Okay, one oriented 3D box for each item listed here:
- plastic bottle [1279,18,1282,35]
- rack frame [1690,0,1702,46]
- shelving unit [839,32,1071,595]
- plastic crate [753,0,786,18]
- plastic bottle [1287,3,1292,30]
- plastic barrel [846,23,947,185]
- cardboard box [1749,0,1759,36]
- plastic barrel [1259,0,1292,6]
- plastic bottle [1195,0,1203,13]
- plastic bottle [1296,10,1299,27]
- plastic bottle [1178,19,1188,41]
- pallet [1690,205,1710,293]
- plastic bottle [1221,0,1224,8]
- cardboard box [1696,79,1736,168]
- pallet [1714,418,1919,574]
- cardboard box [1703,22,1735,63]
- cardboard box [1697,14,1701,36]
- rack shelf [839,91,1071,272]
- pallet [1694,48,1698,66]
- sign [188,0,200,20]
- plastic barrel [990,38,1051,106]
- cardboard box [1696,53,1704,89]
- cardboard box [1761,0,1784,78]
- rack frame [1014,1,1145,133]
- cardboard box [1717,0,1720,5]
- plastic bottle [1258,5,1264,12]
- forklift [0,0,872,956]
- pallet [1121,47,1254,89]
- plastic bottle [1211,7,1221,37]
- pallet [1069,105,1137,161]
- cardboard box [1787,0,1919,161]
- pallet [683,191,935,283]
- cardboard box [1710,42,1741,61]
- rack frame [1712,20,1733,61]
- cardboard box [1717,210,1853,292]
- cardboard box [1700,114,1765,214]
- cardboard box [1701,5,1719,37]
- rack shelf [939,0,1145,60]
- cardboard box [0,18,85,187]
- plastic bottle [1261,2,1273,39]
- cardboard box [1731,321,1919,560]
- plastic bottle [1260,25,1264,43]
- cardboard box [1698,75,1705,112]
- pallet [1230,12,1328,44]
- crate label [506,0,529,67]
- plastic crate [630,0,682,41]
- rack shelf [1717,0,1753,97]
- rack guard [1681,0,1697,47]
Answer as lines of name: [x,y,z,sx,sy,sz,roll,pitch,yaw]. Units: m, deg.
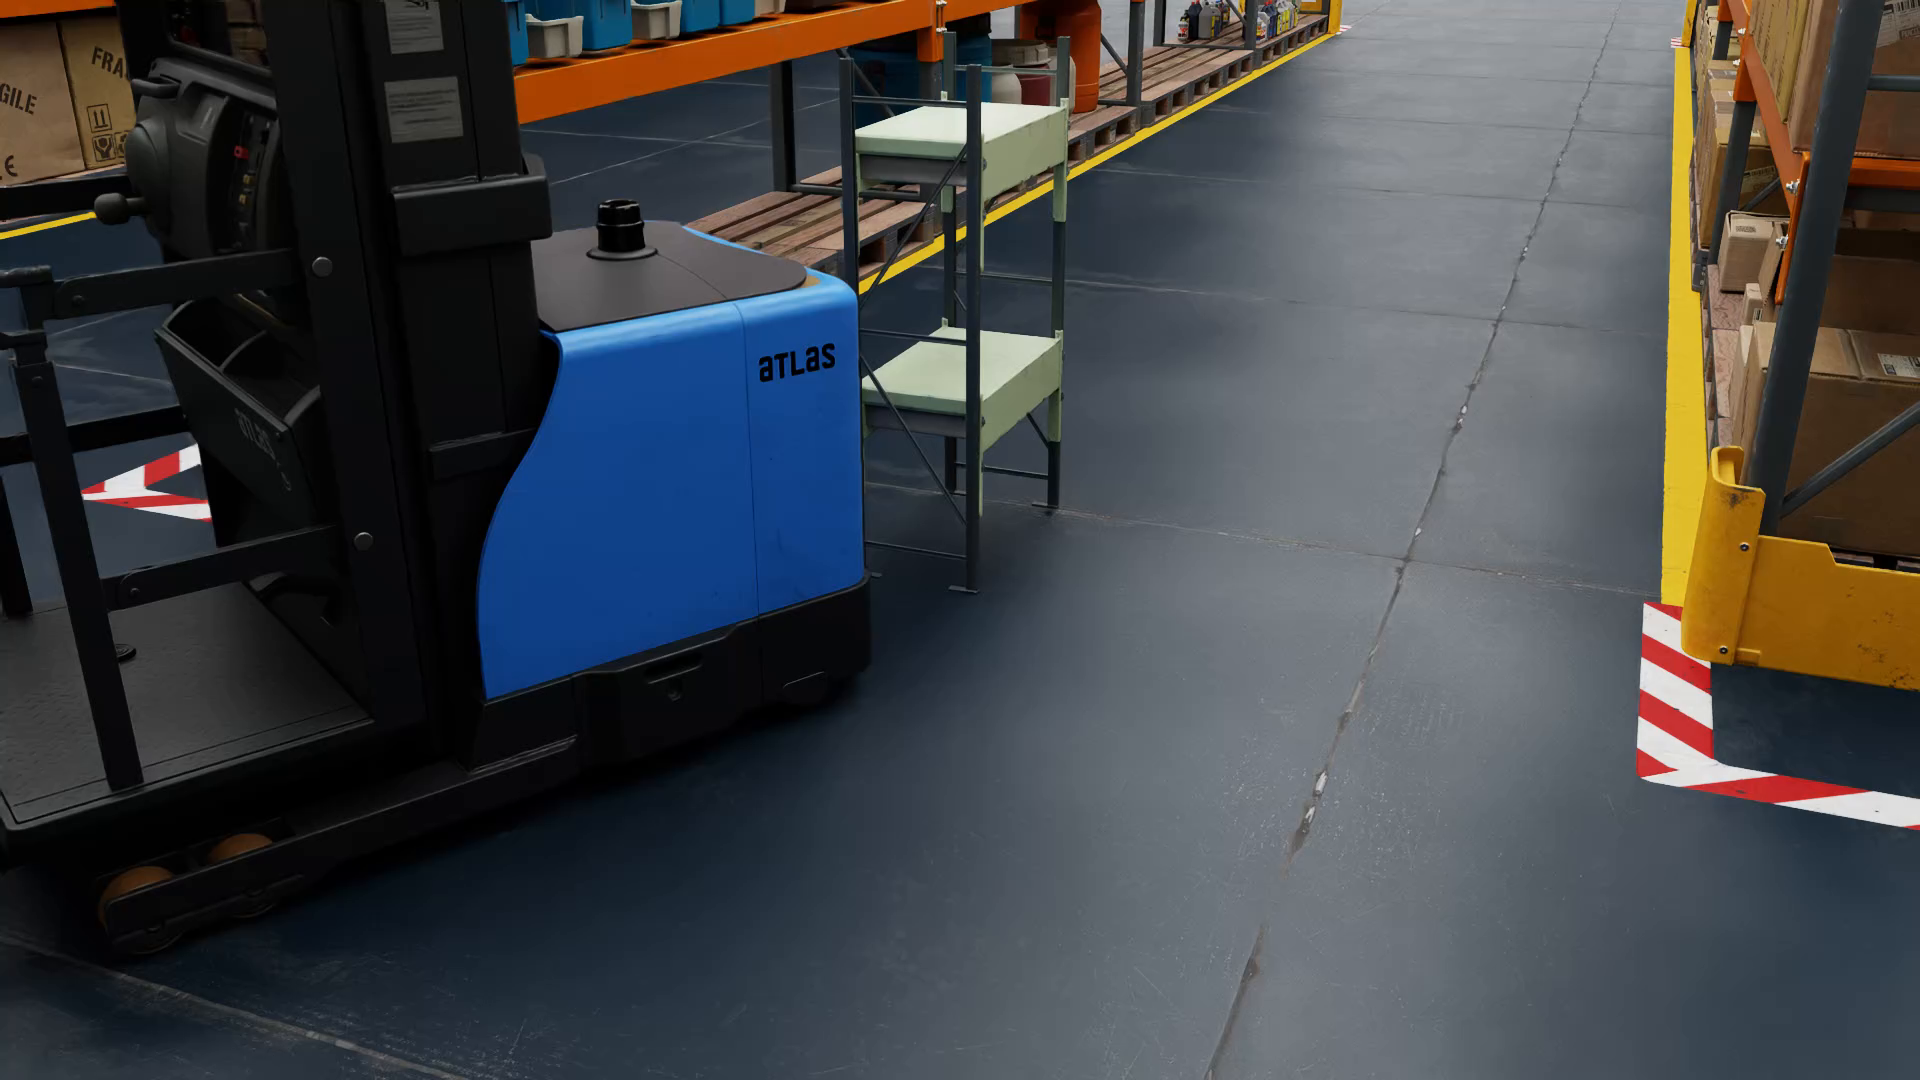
plastic bottle: [3.269,-5.329,17.175,0.097,0.201,0.097,0,23,0]
rack frame: [8.471,-6.743,17.501,1.000,3.000,0.127,9,24,20]
shelving unit: [0.002,-0.694,4.967,0.431,1.500,0.755,9,24,20]
plastic crate: [-0.952,-2.399,7.366,0.293,0.136,0.466,9,24,20]
plastic bottle: [3.427,-5.544,17.593,0.152,0.276,0.135,8,24,19]
plastic barrel: [-0.366,-2.577,9.705,0.600,0.901,0.708,9,24,20]
cardboard box: [3.571,-2.352,6.858,0.500,0.500,0.500,9,24,21]
plastic barrel: [3.513,-6.073,18.581,0.421,0.512,0.421,0,23,0]
plastic bottle: [2.430,-5.343,17.016,0.144,0.351,0.185,8,24,17]
plastic bottle: [3.598,-5.645,17.933,0.097,0.201,0.097,0,23,0]
plastic bottle: [2.233,-5.108,16.648,0.097,0.201,0.097,0,23,0]
pallet: [4.280,-1.458,8.468,1.003,0.211,1.213,9,24,20]
plastic bottle: [2.809,-5.721,18.007,0.061,0.283,0.133,9,24,21]
cardboard box: [4.685,-2.441,9.874,0.500,0.500,0.500,8,24,19]
pallet: [2.851,-0.043,5.080,1.003,0.211,1.213,9,24,20]
cardboard box: [6.030,-3.833,12.829,0.500,0.311,0.500,9,24,22]
cardboard box: [7.697,-5.150,16.709,0.500,0.250,0.500,9,24,20]
rack shelf: [0.002,-1.055,4.816,0.431,0.370,0.720,9,24,20]
pallet: [7.771,-4.742,16.328,1.003,0.211,1.213,9,24,20]
sign: [-2.587,-1.876,5.638,0.100,0.325,0.005,9,24,20]
plastic barrel: [0.316,-3.090,11.340,0.600,0.588,0.708,9,24,20]
cardboard box: [6.224,-3.759,13.381,0.500,0.250,0.500,8,24,18]
cardboard box: [3.008,-1.807,5.554,0.500,0.500,0.500,8,24,19]
rack frame: [0.902,-4.591,12.349,1.000,3.000,0.127,9,24,20]
cardboard box: [7.151,-4.957,15.275,0.500,0.500,0.500,9,24,20]
plastic bottle: [3.154,-5.430,17.320,0.152,0.276,0.135,9,24,20]
forklift: [-1.700,-0.764,3.277,3.031,2.935,1.130,-17,28,-35]
pallet: [2.132,-4.449,15.627,1.003,0.211,1.213,9,24,20]
plastic bottle: [2.577,-5.296,17.001,0.152,0.276,0.135,9,24,20]
pallet: [0.647,-3.016,12.196,1.003,0.211,1.213,9,24,20]
cardboard box: [2.441,-1.263,4.252,0.500,0.500,0.500,10,25,22]
pallet: [-0.821,-1.604,8.816,1.003,0.211,1.213,9,24,20]
cardboard box: [5.465,-3.287,11.522,0.500,0.311,0.500,9,24,21]
rack frame: [5.499,-3.880,10.648,1.000,3.000,0.127,9,24,20]
cardboard box: [3.657,-1.292,7.369,0.500,0.311,0.500,9,24,20]
cardboard box: [4.122,-1.892,8.559,0.500,0.500,0.500,9,24,20]
cardboard box: [6.600,-4.383,14.147,0.500,0.311,0.500,9,24,20]
rack shelf: [0.159,-3.543,10.774,1.077,0.370,4.000,9,24,20]
cardboard box: [-5.837,-2.535,9.639,0.875,0.875,0.875,9,24,20]
plastic bottle: [3.072,-5.232,16.750,0.144,0.351,0.185,9,24,21]
cardboard box: [2.501,-0.297,4.741,0.500,0.500,0.500,9,24,20]
plastic bottle: [2.950,-5.021,16.440,0.097,0.201,0.097,0,23,0]
cardboard box: [5.656,-3.213,12.074,0.500,0.250,0.500,8,24,19]
pallet: [3.582,-5.843,18.964,1.003,0.211,1.213,9,24,20]
crate label: [-1.673,-1.719,5.614,0.416,0.233,0.303,9,24,20]
plastic crate: [-1.225,-2.021,6.460,0.250,0.136,0.298,9,24,20]
rack shelf: [4.756,-2.833,9.073,1.077,0.370,4.000,9,24,20]
rack guard: [8.480,-5.598,18.004,1.175,0.500,0.348,9,24,20]
